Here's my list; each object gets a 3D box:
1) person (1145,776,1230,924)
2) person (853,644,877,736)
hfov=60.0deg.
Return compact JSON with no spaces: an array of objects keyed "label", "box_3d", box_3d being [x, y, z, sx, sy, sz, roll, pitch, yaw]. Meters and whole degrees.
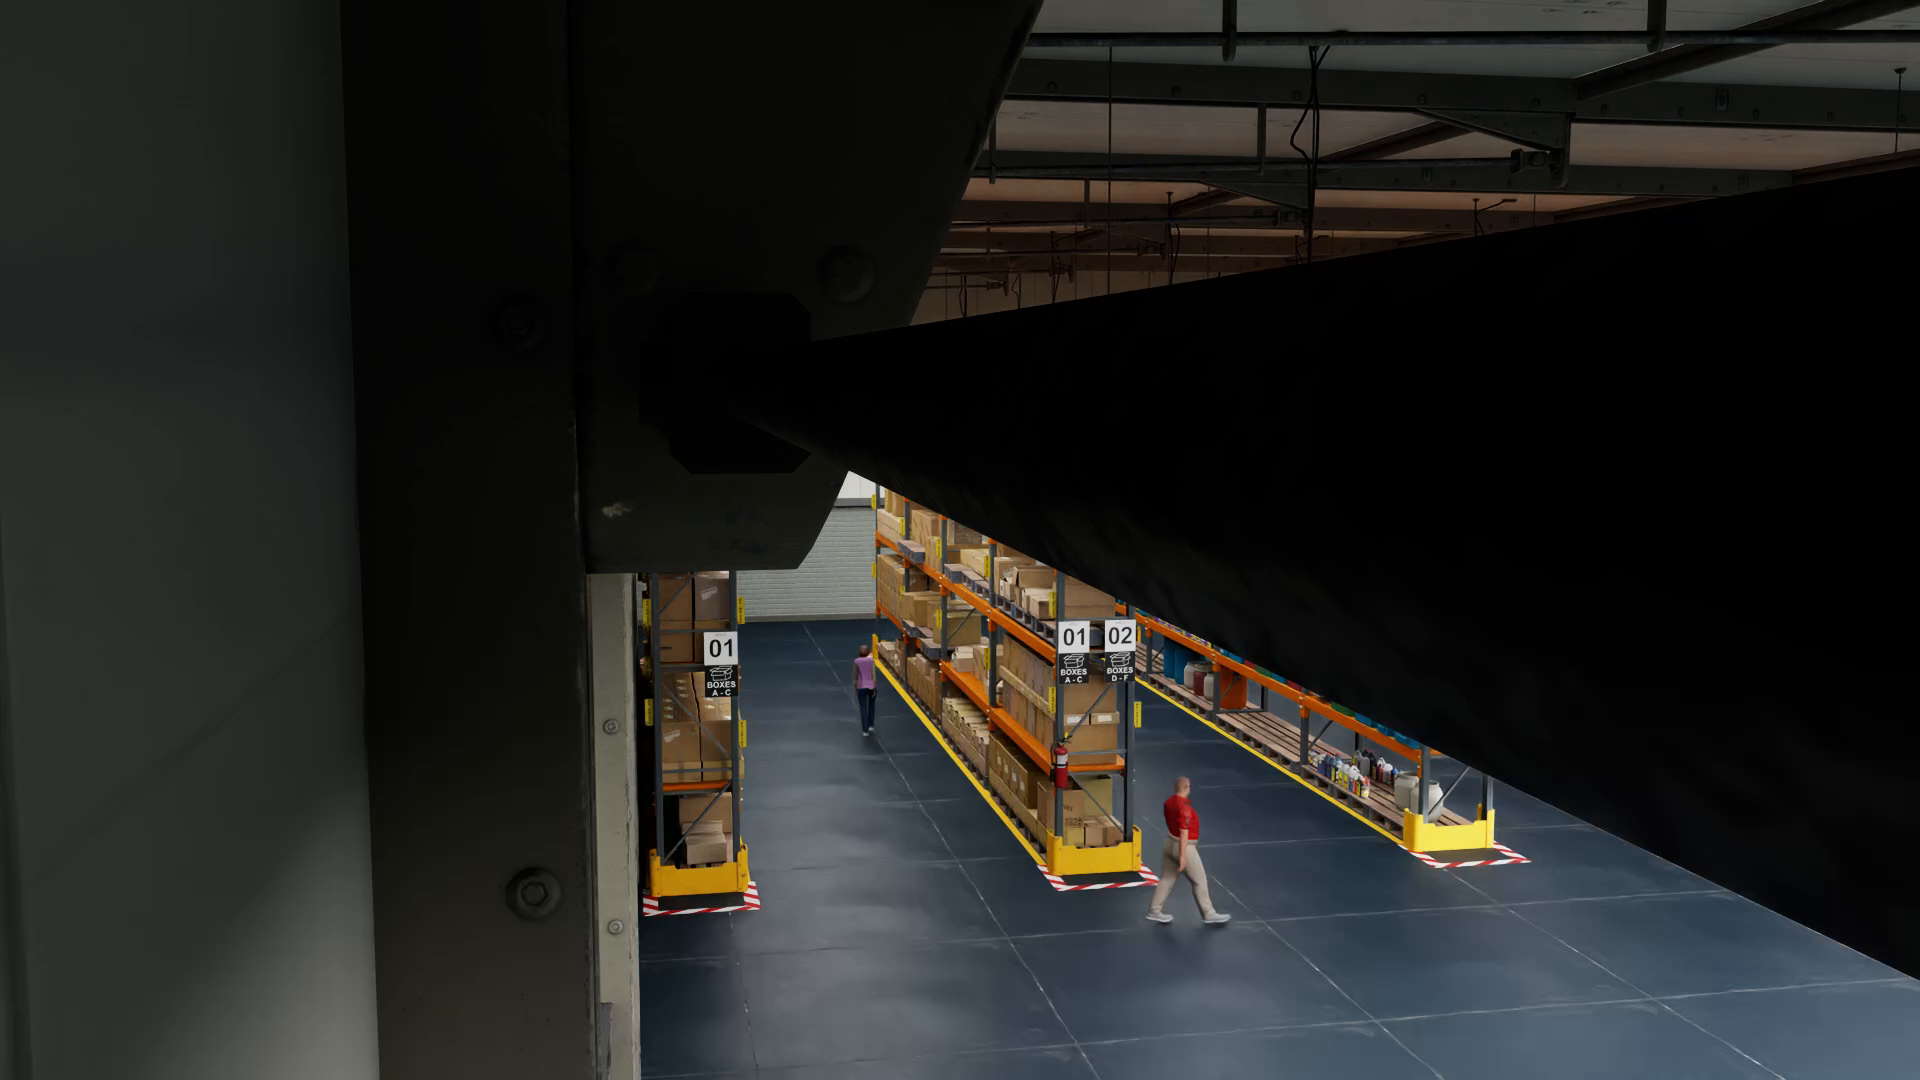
[{"label":"person","box_3d":[2.579,3.526,19.001,0.900,1.685,0.589,-3,6,-25]},{"label":"person","box_3d":[-1.628,2.592,28.821,0.424,1.570,0.775,-2,6,-17]}]
